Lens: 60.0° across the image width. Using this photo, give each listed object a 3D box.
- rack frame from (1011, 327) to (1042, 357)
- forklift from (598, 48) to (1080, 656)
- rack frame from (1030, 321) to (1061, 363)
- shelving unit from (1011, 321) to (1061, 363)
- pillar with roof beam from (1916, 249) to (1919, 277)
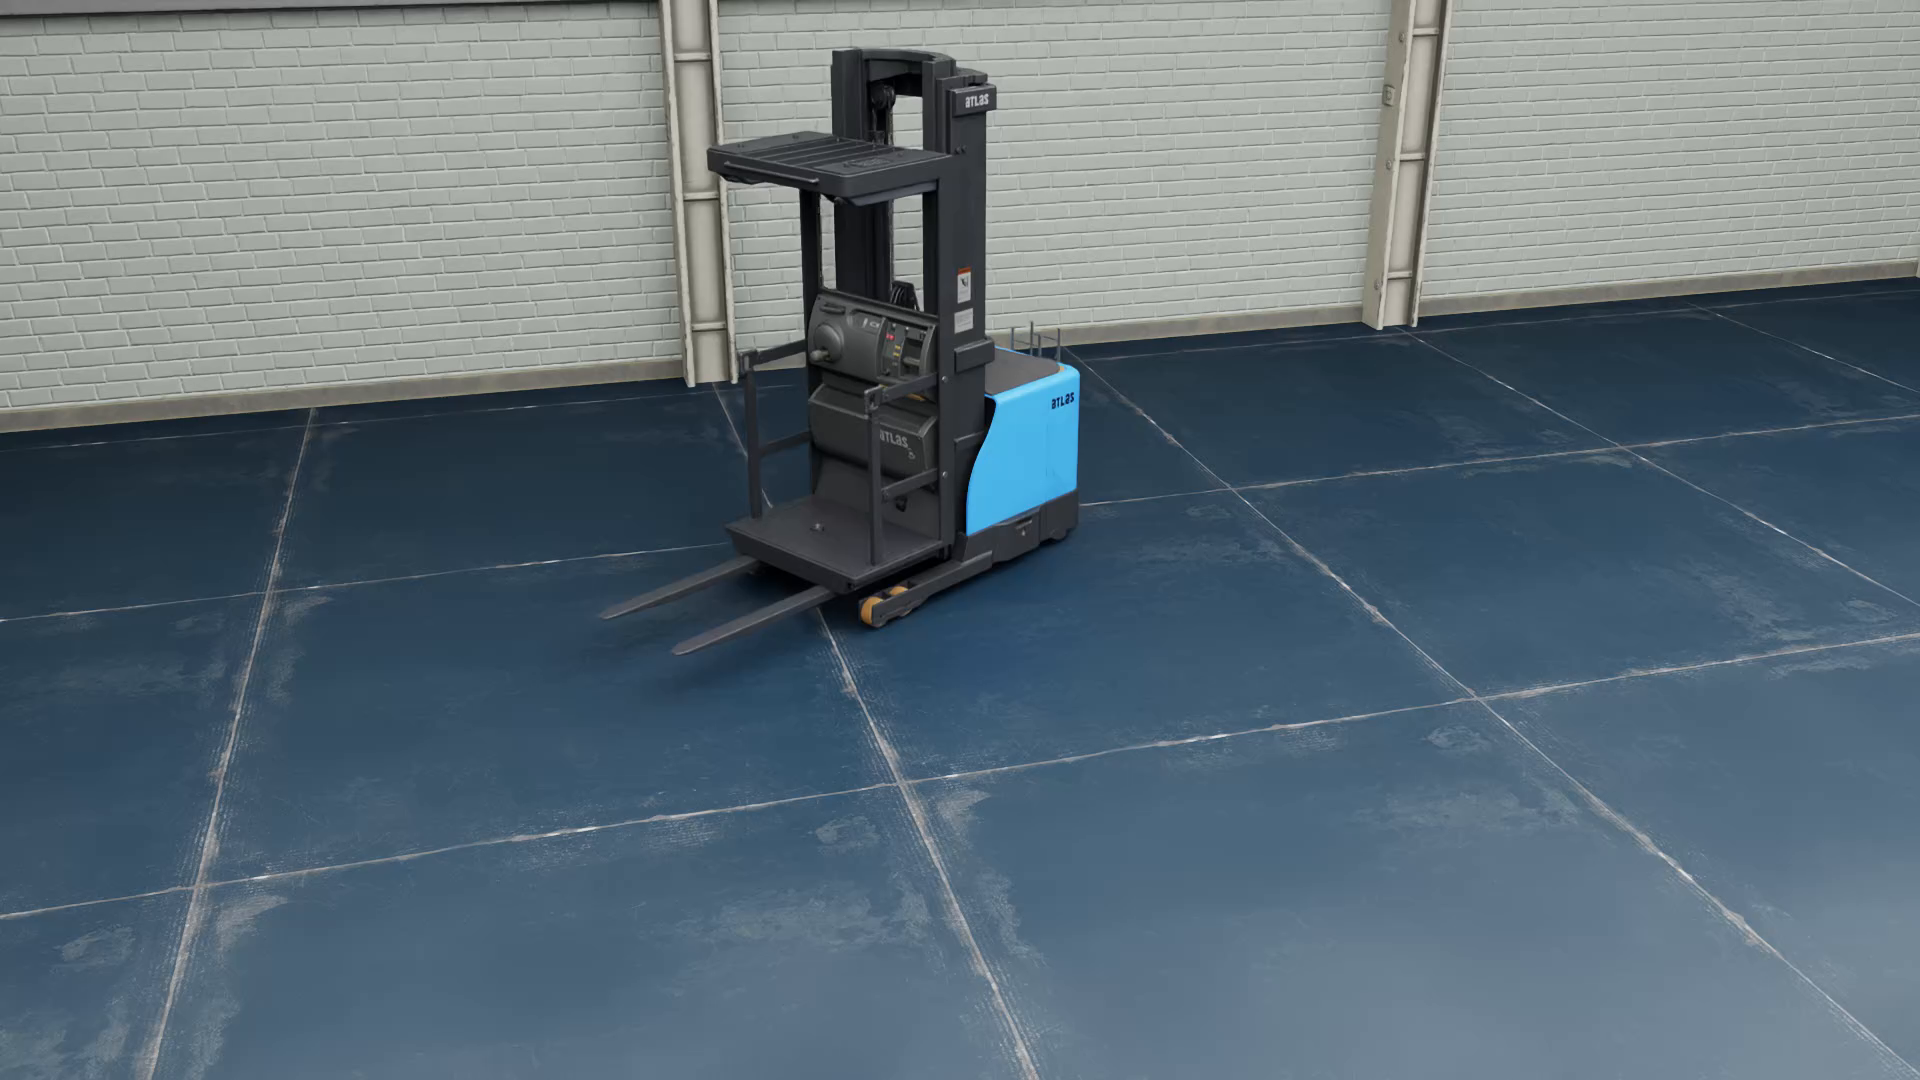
[{"bbox_3d":[0.407,-0.735,10.441,0.240,1.200,0.006,20,30,39],"label":"rack frame"},{"bbox_3d":[-0.637,-1.093,9.080,1.130,2.935,3.031,20,30,39],"label":"forklift"},{"bbox_3d":[0.531,-0.788,10.565,0.240,1.200,0.006,20,30,39],"label":"rack frame"},{"bbox_3d":[0.469,-0.761,10.503,0.258,1.200,0.189,20,30,39],"label":"shelving unit"},{"bbox_3d":[10.733,-5.057,10.624,0.400,9.000,9.100,-6,24,-14],"label":"pillar with roof beam"}]
